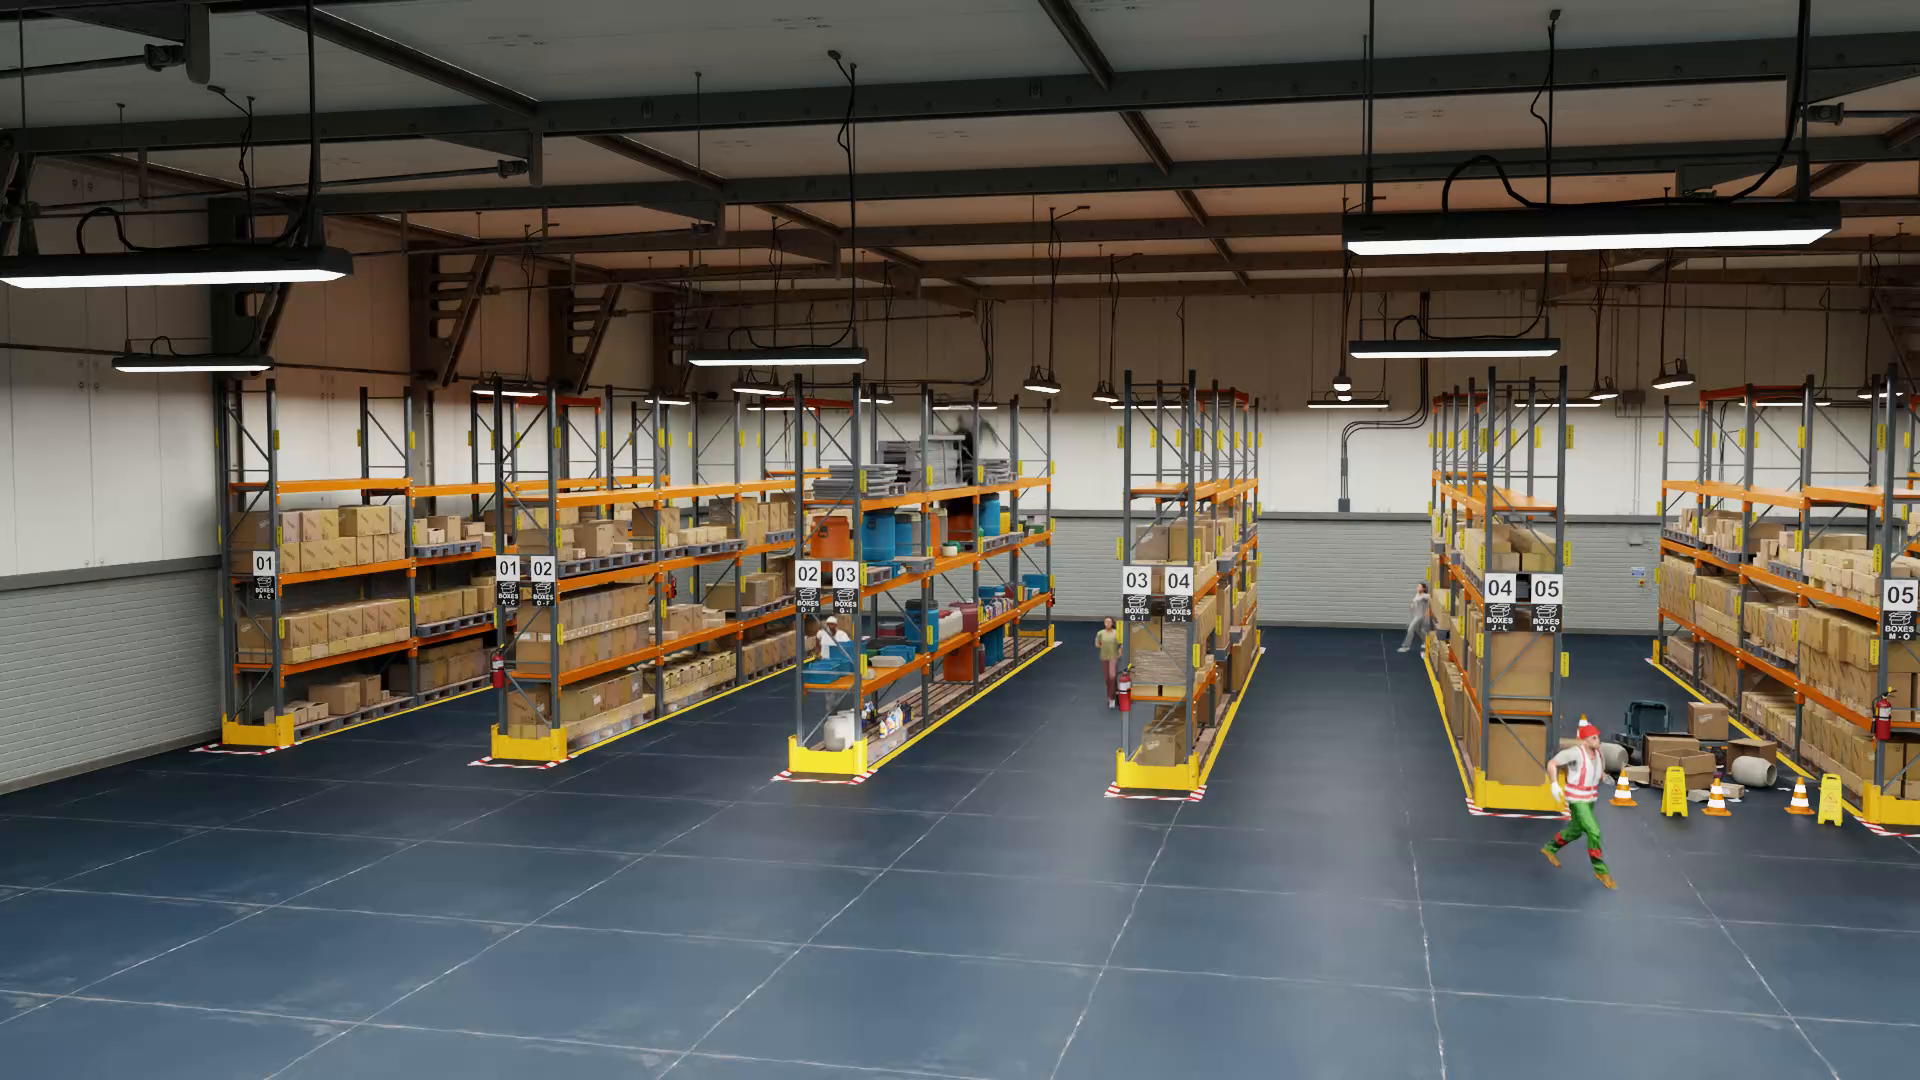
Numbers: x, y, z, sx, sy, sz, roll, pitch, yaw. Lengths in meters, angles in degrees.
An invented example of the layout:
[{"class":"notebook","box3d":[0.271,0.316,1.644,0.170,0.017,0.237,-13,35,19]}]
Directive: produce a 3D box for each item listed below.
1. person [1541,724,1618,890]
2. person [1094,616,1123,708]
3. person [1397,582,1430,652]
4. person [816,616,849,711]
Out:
[{"class":"person","box3d":[7.039,2.976,18.886,0.688,1.807,1.018,-2,4,-32]},{"class":"person","box3d":[2.824,2.288,31.428,0.559,1.725,0.738,1,4,17]},{"class":"person","box3d":[10.809,1.813,39.188,0.931,1.660,0.643,-1,3,-11]},{"class":"person","box3d":[-2.380,2.277,30.799,0.733,1.755,0.812,1,4,12]}]
